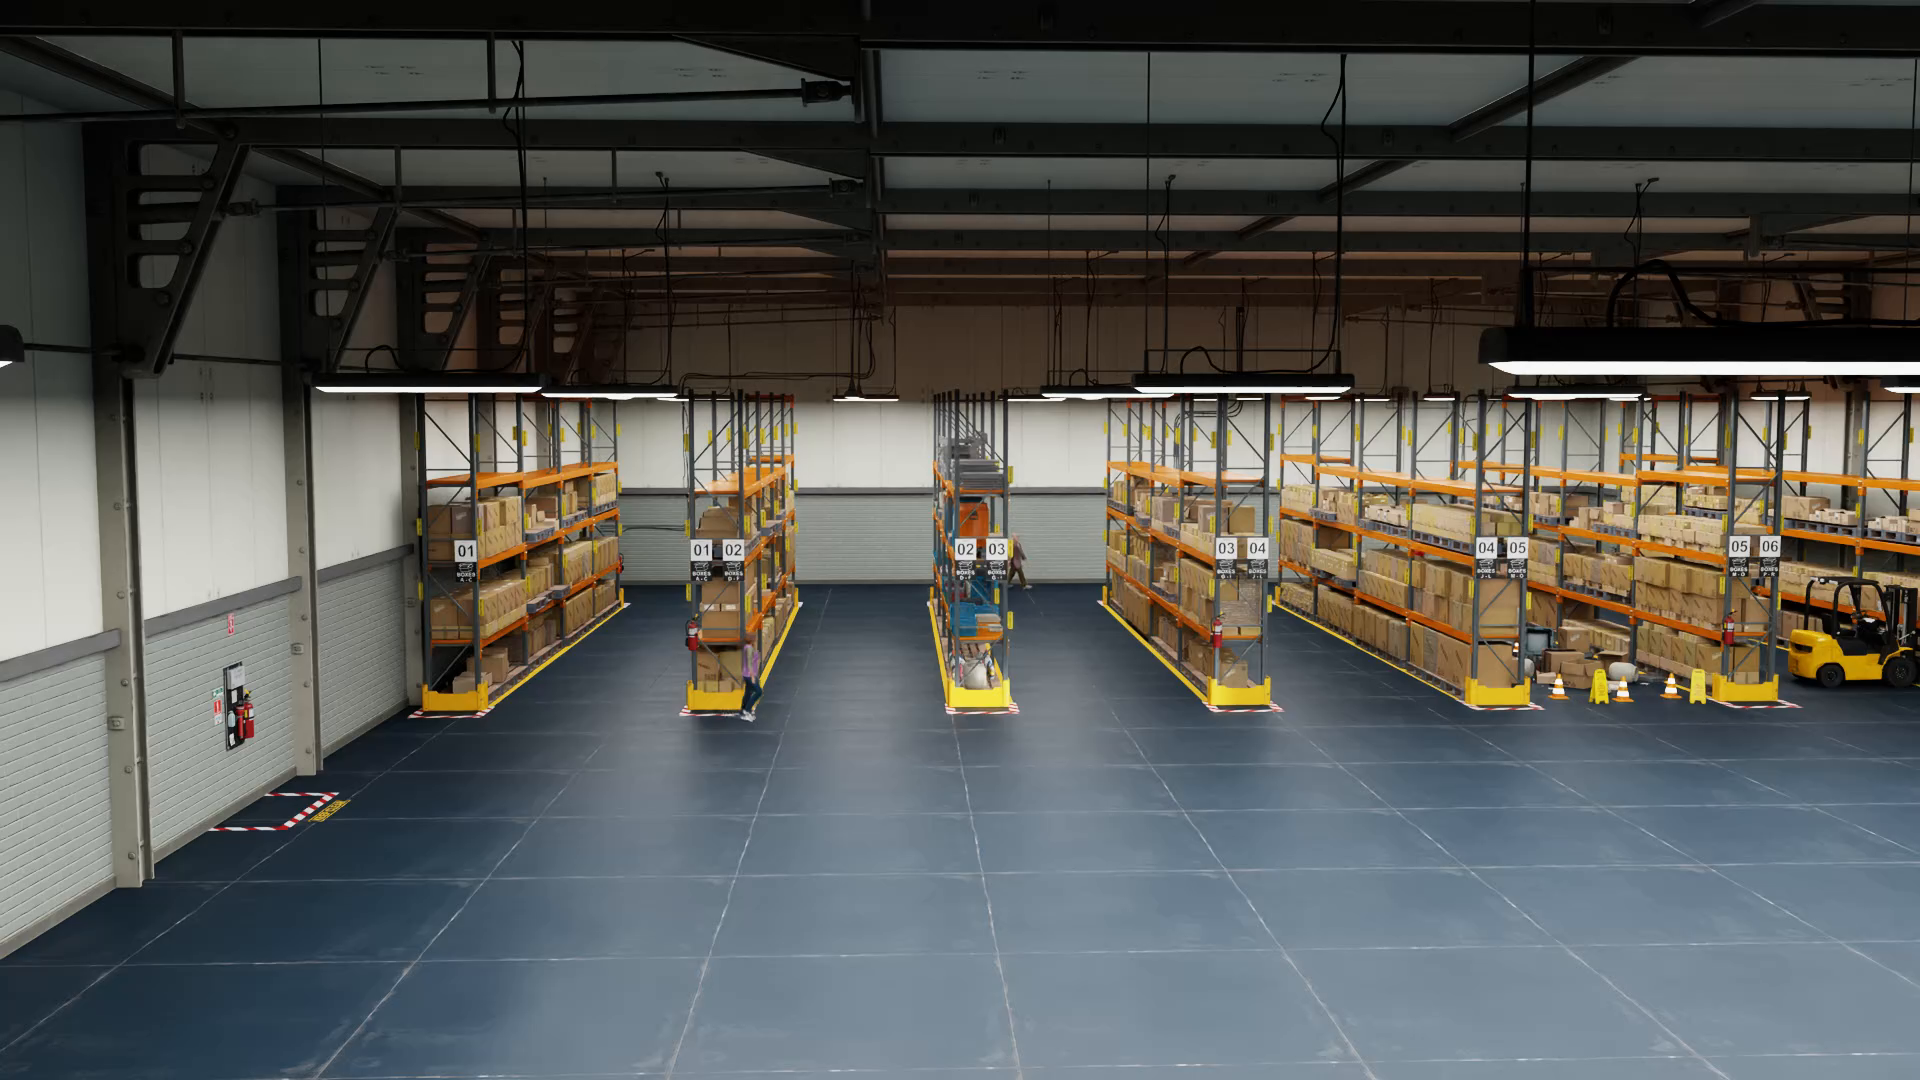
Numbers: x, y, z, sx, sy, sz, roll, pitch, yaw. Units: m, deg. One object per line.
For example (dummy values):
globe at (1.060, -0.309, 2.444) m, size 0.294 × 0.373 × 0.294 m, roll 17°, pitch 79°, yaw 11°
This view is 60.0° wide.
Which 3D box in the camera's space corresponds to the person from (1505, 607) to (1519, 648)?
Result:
person at (12.929, 1.671, 38.958) m, size 0.561 × 1.781 × 0.450 m, roll -2°, pitch 5°, yaw -27°

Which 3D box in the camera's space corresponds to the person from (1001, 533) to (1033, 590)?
person at (1.788, 0.655, 51.474) m, size 1.114 × 1.729 × 0.570 m, roll 2°, pitch 5°, yaw 24°

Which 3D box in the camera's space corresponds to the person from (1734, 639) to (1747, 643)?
person at (17.093, 1.969, 36.311) m, size 0.536 × 1.604 × 0.712 m, roll -1°, pitch 5°, yaw -14°

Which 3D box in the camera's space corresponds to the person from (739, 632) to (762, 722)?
person at (-3.786, 2.466, 30.060) m, size 0.417 × 1.607 × 0.443 m, roll -1°, pitch 5°, yaw -8°

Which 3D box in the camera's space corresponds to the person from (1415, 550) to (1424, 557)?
person at (13.831, 0.762, 50.418) m, size 1.017 × 1.680 × 0.537 m, roll -2°, pitch 5°, yaw -21°
